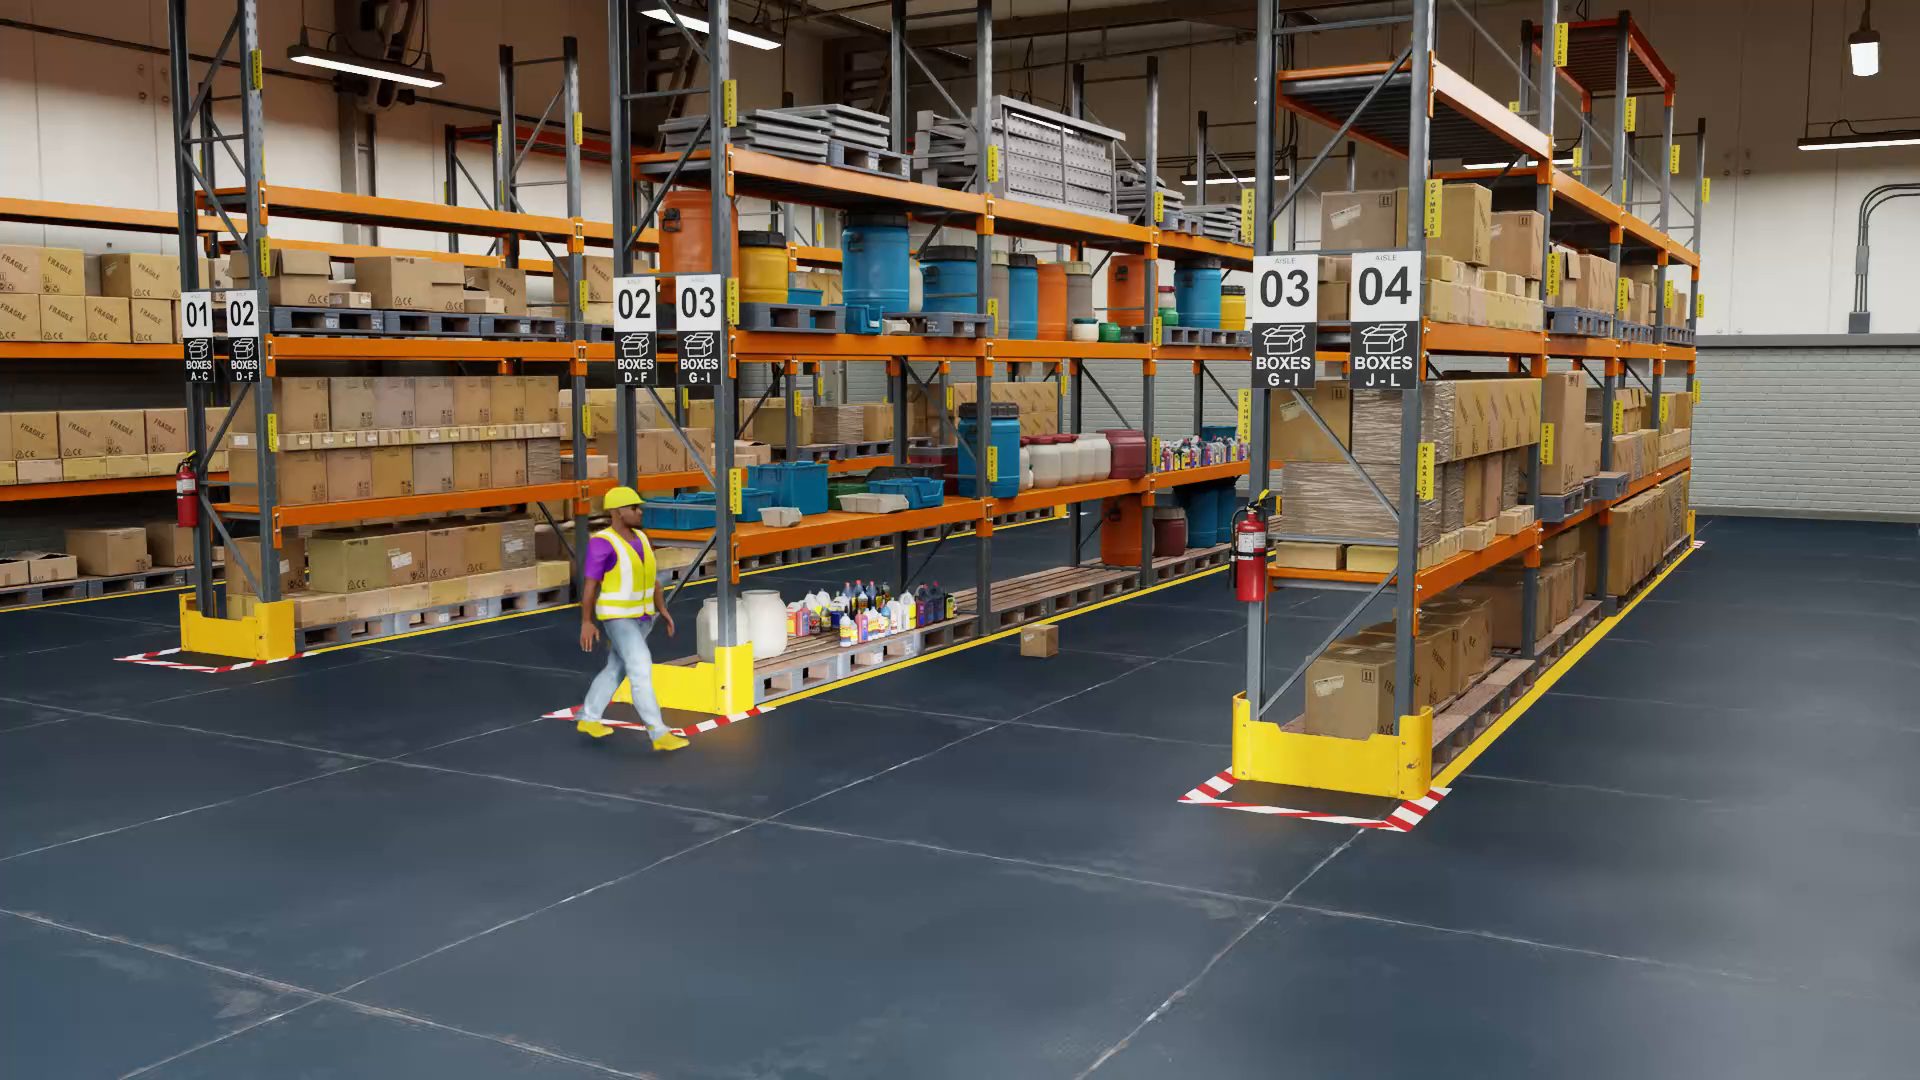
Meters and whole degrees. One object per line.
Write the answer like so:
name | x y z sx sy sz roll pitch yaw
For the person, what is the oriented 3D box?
person | -2.163 0.505 11.071 1.014 1.718 0.615 3 6 23
